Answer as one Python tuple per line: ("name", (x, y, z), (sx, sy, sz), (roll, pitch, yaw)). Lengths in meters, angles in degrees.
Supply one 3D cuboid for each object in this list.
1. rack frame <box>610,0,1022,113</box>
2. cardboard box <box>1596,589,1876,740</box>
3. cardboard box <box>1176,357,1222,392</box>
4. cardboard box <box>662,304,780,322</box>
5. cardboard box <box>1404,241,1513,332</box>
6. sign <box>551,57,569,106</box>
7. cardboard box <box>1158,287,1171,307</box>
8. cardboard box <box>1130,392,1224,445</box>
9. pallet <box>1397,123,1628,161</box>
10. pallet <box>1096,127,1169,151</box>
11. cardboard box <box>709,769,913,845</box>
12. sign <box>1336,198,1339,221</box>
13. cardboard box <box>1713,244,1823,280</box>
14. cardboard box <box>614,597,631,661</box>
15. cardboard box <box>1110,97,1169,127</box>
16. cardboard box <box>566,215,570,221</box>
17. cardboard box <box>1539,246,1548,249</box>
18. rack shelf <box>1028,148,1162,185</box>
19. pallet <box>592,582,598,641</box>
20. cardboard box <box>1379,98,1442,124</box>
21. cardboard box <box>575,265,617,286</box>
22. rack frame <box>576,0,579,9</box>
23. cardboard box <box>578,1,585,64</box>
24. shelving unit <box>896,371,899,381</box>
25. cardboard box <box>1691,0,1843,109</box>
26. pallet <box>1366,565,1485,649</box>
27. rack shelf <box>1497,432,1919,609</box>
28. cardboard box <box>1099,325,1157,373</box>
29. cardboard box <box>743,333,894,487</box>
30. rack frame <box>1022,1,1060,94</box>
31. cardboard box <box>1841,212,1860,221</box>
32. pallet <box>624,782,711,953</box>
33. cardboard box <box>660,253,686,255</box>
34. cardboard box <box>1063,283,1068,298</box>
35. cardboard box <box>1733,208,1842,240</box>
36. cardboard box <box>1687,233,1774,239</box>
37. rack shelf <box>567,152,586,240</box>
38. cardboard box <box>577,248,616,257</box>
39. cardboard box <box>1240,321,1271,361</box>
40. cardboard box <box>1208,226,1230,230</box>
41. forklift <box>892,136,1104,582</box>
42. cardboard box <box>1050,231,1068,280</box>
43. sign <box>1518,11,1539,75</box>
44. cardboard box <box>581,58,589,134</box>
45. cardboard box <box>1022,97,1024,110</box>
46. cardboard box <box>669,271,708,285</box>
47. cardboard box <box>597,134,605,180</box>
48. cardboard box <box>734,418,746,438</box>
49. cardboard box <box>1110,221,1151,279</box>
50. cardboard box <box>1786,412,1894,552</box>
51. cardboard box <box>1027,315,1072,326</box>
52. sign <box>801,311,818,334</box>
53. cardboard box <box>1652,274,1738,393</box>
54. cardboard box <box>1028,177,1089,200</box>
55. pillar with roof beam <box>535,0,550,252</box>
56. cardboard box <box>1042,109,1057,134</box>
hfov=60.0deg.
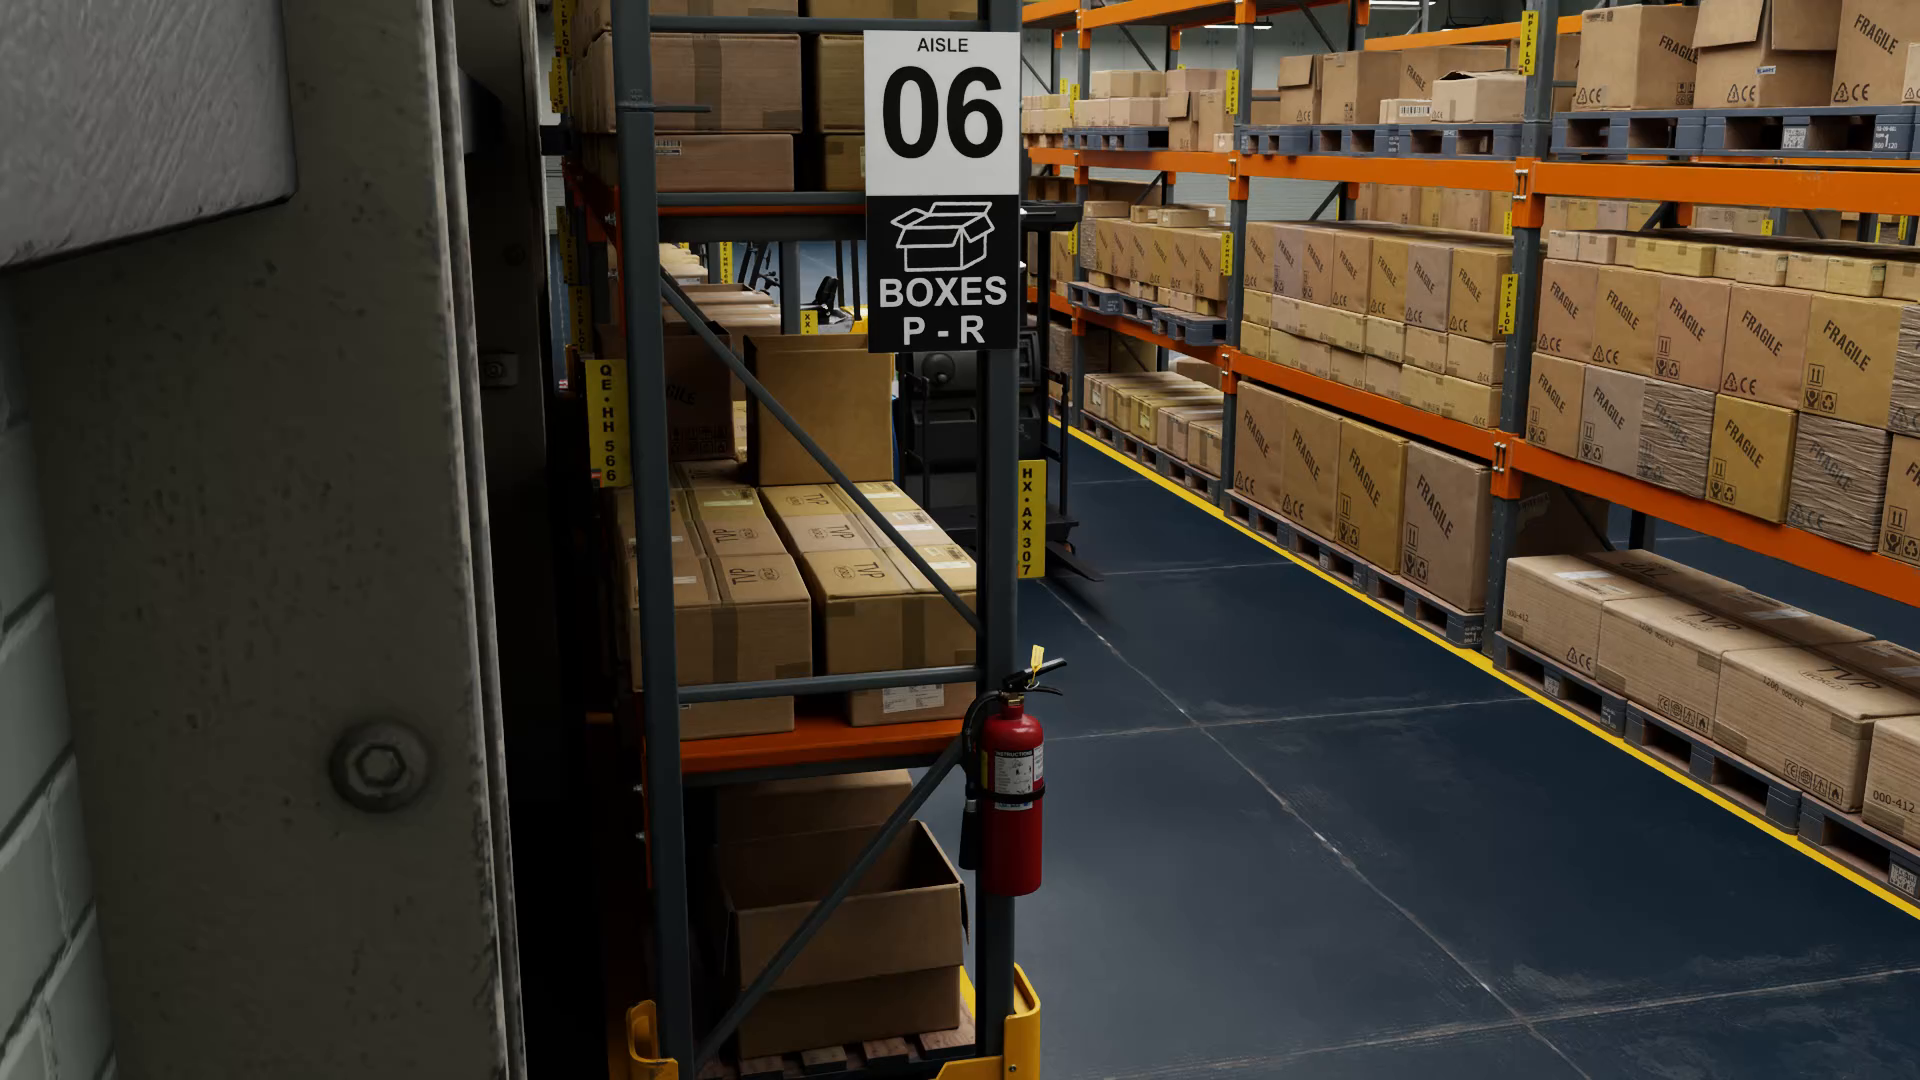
("rack frame", (-0.344, -2.519, 3.776), (1.000, 3.000, 0.127), (-3, 14, -13))
("cardboard box", (3.794, 0.593, 8.192), (0.875, 0.438, 0.875), (-4, 14, -15))
("cardboard box", (2.732, -1.760, 18.573), (0.500, 0.500, 0.500), (7, 15, 26))
("cardboard box", (-1.302, -1.023, 9.200), (0.700, 0.500, 0.500), (-3, 14, -13))
("cardboard box", (3.063, -1.547, 10.122), (0.500, 0.500, 0.500), (-3, 14, -12))
("sign", (-2.765, -3.168, 11.496), (0.100, 0.325, 0.005), (-3, 14, -13))
("cardboard box", (1.930, -2.107, 14.374), (0.380, 0.149, 0.250), (-3, 14, -12))
("cardboard box", (2.124, -1.131, 15.388), (0.950, 0.372, 0.625), (-3, 14, -11))
("pallet", (3.277, -2.378, 9.922), (0.805, 0.209, 1.217), (-4, 14, -15))
("pallet", (1.949, -3.629, 15.035), (1.213, 0.211, 1.003), (-3, 14, -13))
("cardboard box", (-0.559, 1.060, 6.150), (0.700, 0.500, 0.500), (-3, 14, -11))
("sign", (4.969, -4.302, 21.723), (0.100, 0.325, 0.005), (-3, 14, -13))
("cardboard box", (3.711, -1.275, 7.641), (0.380, 0.149, 0.250), (-3, 14, -13))
("cardboard box", (-0.941, 0.281, 5.487), (0.380, 0.149, 0.250), (-3, 14, -13))
("cardboard box", (1.669, -3.850, 14.974), (0.500, 0.250, 0.500), (-3, 14, -14))
("cardboard box", (-4.031, -3.409, 17.854), (0.380, 0.149, 0.250), (-4, 14, -15))
("cardboard box", (3.716, -1.457, 9.751), (0.500, 0.500, 0.500), (-3, 14, -13))
("rack shelf", (1.192, -4.219, 18.573), (1.077, 0.370, 4.000), (-3, 14, -13))
("pallet", (-1.802, 0.360, 10.509), (1.003, 0.211, 1.213), (-3, 14, -13))
("cardboard box", (2.950, -2.780, 10.774), (0.380, 0.166, 0.250), (-2, 14, -8))
("cardboard box", (-2.793, -2.047, 12.910), (0.380, 0.149, 0.250), (-4, 14, -14))
("rack frame", (-1.284, -3.442, 7.553), (1.000, 3.000, 0.127), (-3, 14, -13))
("cardboard box", (-1.188, -1.933, 6.334), (0.500, 0.250, 0.500), (-3, 14, -14))
("shelving unit", (-0.329, -0.845, 13.359), (0.258, 1.200, 0.503), (-4, 14, -15))
("cardboard box", (3.888, -2.255, 7.705), (0.797, 0.503, 0.637), (-2, 14, -9))
("pallet", (3.286, 0.376, 10.443), (1.003, 0.211, 1.213), (-3, 14, -13))
("rack shelf", (4.010, 0.006, 7.598), (1.077, 0.370, 4.000), (-3, 14, -13))
("cardboard box", (1.785, -2.034, 17.761), (0.500, 0.500, 0.500), (-3, 14, -11))
("cardboard box", (-0.542, -0.506, 6.287), (0.500, 0.500, 0.500), (-3, 14, -12))
("rack frame", (0.722, -6.487, 20.020), (1.000, 3.000, 0.127), (-3, 14, -13))
("cardboard box", (10.802, -4.085, 19.884), (0.500, 0.500, 0.500), (-3, 14, -13))
("pallet", (-0.833, 1.268, 6.793), (1.003, 0.211, 1.213), (-3, 14, -13))
("cardboard box", (-2.538, -2.377, 14.258), (0.380, 0.149, 0.250), (-3, 14, -13))
("cardboard box", (1.290, -2.585, 17.219), (0.380, 0.149, 0.250), (-3, 14, -14))
("cardboard box", (7.293, -2.665, 14.698), (0.700, 0.500, 0.500), (-3, 14, -13))
("cardboard box", (3.927, -1.476, 8.464), (0.380, 0.149, 0.250), (-3, 14, -13))
("rack shelf", (-1.753, -2.096, 9.883), (1.077, 0.370, 4.000), (-3, 14, -13))
("cardboard box", (-3.219, -2.521, 14.848), (0.380, 0.149, 0.250), (-3, 14, -13))
("cardboard box", (2.471, -1.528, 12.676), (0.500, 0.250, 0.500), (-4, 14, -14))
("cardboard box", (2.460, -2.483, 14.549), (0.500, 0.500, 0.500), (-3, 14, -12))
("forklift", (0.172, -1.280, 11.490), (1.130, 2.935, 3.031), (-4, 14, -15))
("cardboard box", (1.188, -3.050, 17.755), (0.500, 0.500, 0.500), (-3, 14, -11))
("sign", (3.015, -2.633, 8.813), (0.100, 0.325, 0.005), (-3, 14, -13))
("cardboard box", (-1.083, -1.573, 5.914), (0.500, 0.250, 0.500), (-3, 14, -12))
("cardboard box", (0.800, -4.905, 18.713), (0.380, 0.149, 0.250), (-3, 14, -12))
("cardboard box", (-2.012, -1.904, 12.321), (0.380, 0.149, 0.250), (-3, 14, -12))
("cardboard box", (-1.027, -1.297, 5.624), (0.380, 0.149, 0.250), (-3, 14, -14))
("cardboard box", (-0.795, -0.380, 7.352), (0.500, 0.250, 0.500), (-3, 14, -13))
("cardboard box", (1.714, -2.693, 15.407), (0.500, 0.500, 0.500), (-3, 14, -14))
("cardboard box", (3.876, -0.262, 6.968), (0.500, 0.500, 0.500), (-3, 14, -12))
("cardboard box", (1.020, -2.239, 18.601), (0.500, 0.500, 0.500), (-3, 14, -10))
("sign", (-0.758, -0.980, 8.293), (0.100, 0.325, 0.005), (-3, 14, -13))
("cardboard box", (3.639, -0.980, 7.801), (0.500, 0.500, 0.500), (-3, 14, -12))
("cardboard box", (1.166, -4.029, 19.654), (0.700, 0.500, 0.500), (-3, 14, -13))
("pillar with roof beam", (-6.266, -11.776, 41.665), (9.100, 9.000, 0.548), (-3, 14, -13))
("cardboard box", (1.176, -4.382, 17.414), (0.500, 0.250, 0.500), (-4, 14, -14))
